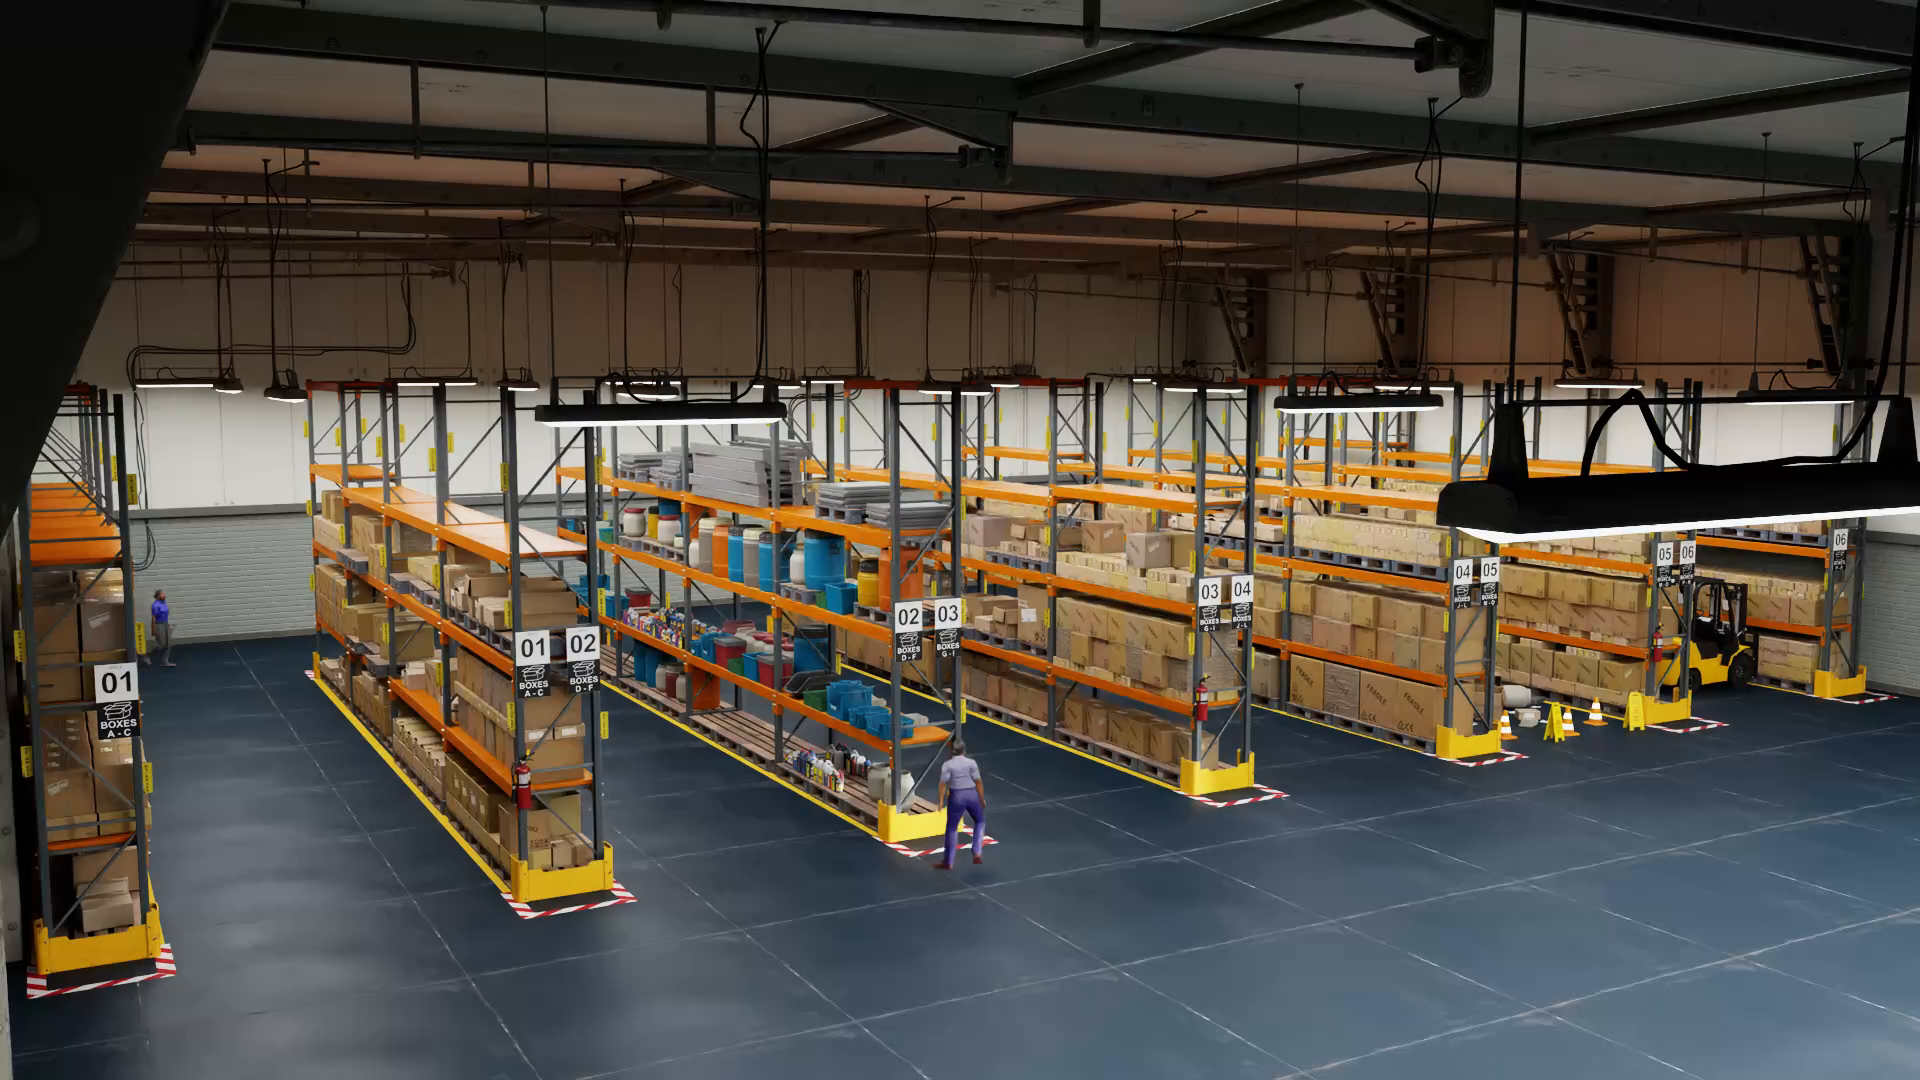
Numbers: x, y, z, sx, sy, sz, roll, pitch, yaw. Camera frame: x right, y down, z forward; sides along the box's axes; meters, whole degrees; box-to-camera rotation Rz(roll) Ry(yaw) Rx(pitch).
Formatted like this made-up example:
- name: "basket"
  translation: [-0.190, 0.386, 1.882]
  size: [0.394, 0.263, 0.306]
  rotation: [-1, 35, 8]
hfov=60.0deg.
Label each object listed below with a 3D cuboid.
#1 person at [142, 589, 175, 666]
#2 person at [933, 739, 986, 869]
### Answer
- name: "person"
  translation: [-16.715, 1.830, 34.660]
  size: [0.587, 1.627, 0.479]
  rotation: [0, 6, 1]
- name: "person"
  translation: [0.005, 3.292, 20.843]
  size: [0.701, 1.644, 0.379]
  rotation: [-1, 6, -10]
